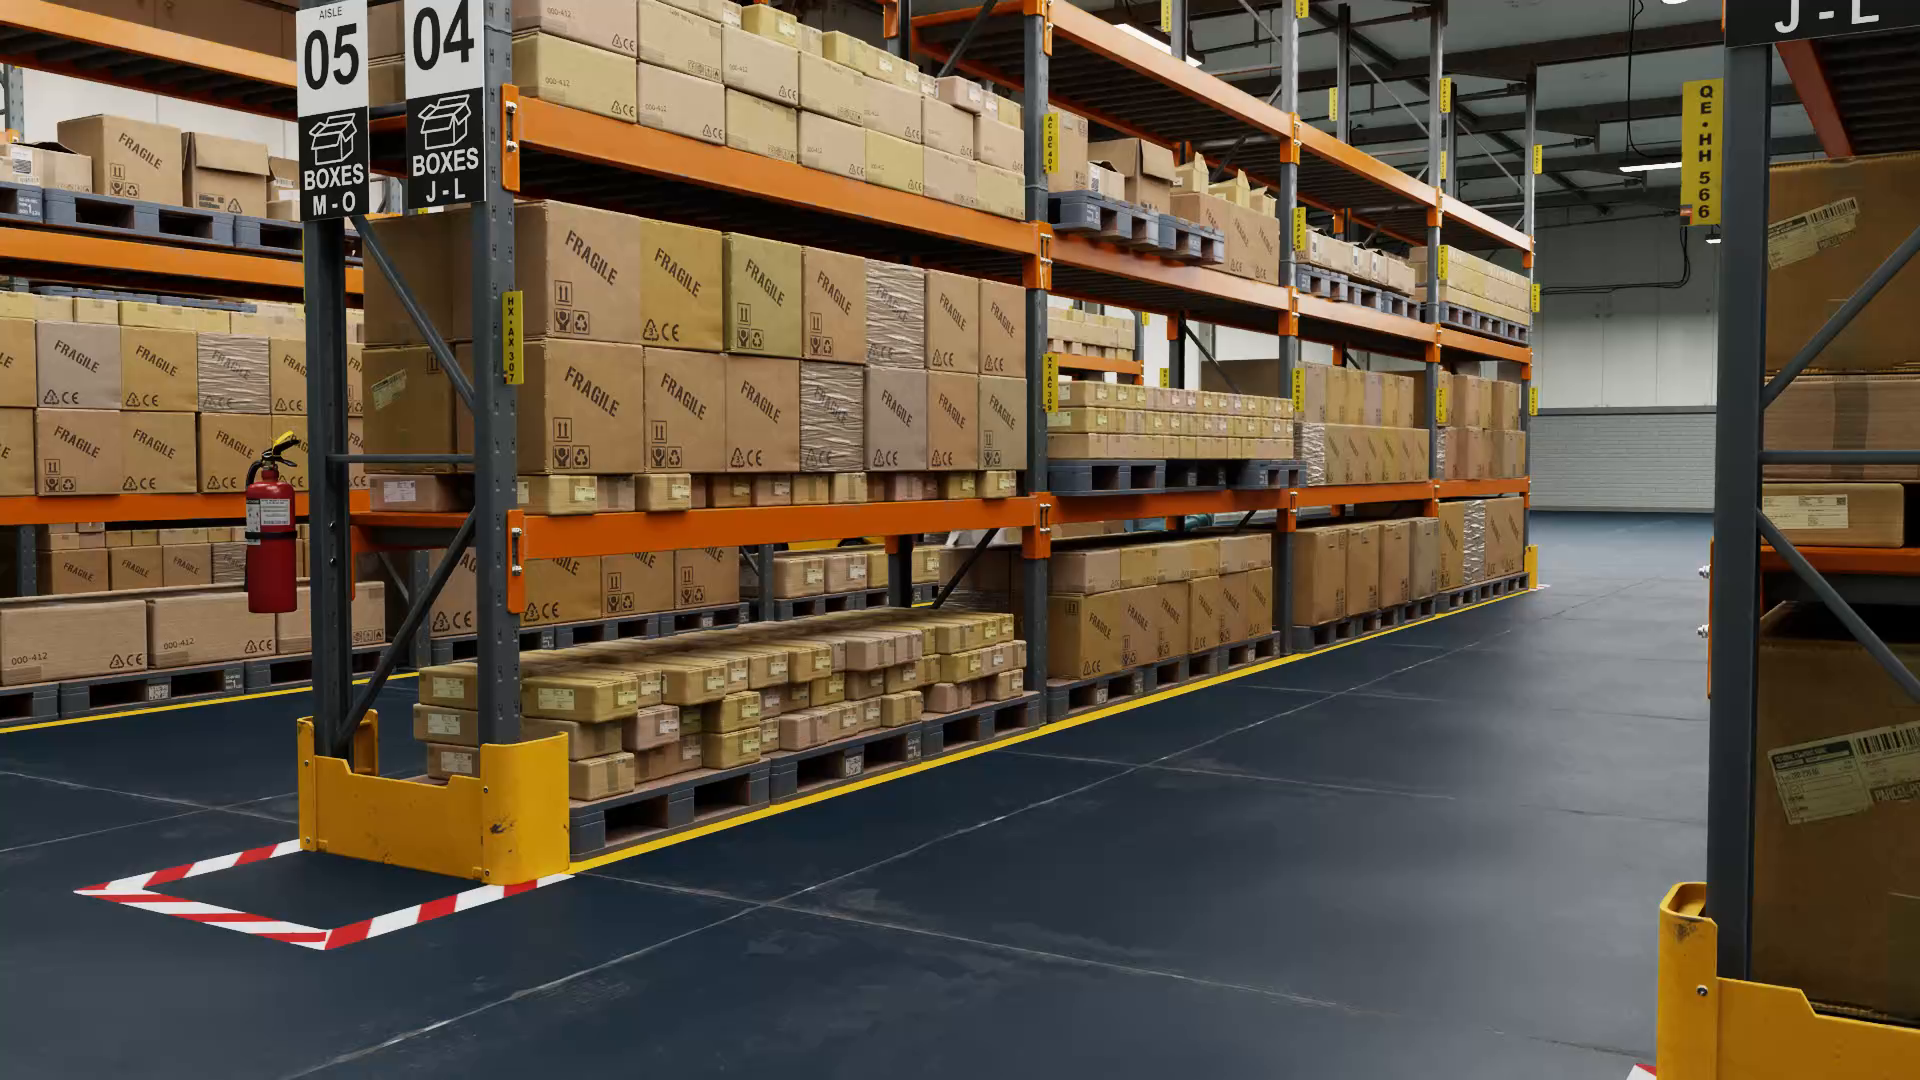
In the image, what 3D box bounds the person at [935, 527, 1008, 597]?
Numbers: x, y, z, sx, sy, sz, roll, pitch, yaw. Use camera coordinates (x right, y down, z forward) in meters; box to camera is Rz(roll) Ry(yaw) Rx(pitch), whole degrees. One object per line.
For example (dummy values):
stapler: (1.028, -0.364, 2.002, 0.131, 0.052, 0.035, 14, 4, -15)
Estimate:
person: (0.122, 0.039, 12.624, 0.586, 1.718, 1.216, 2, 3, 30)
